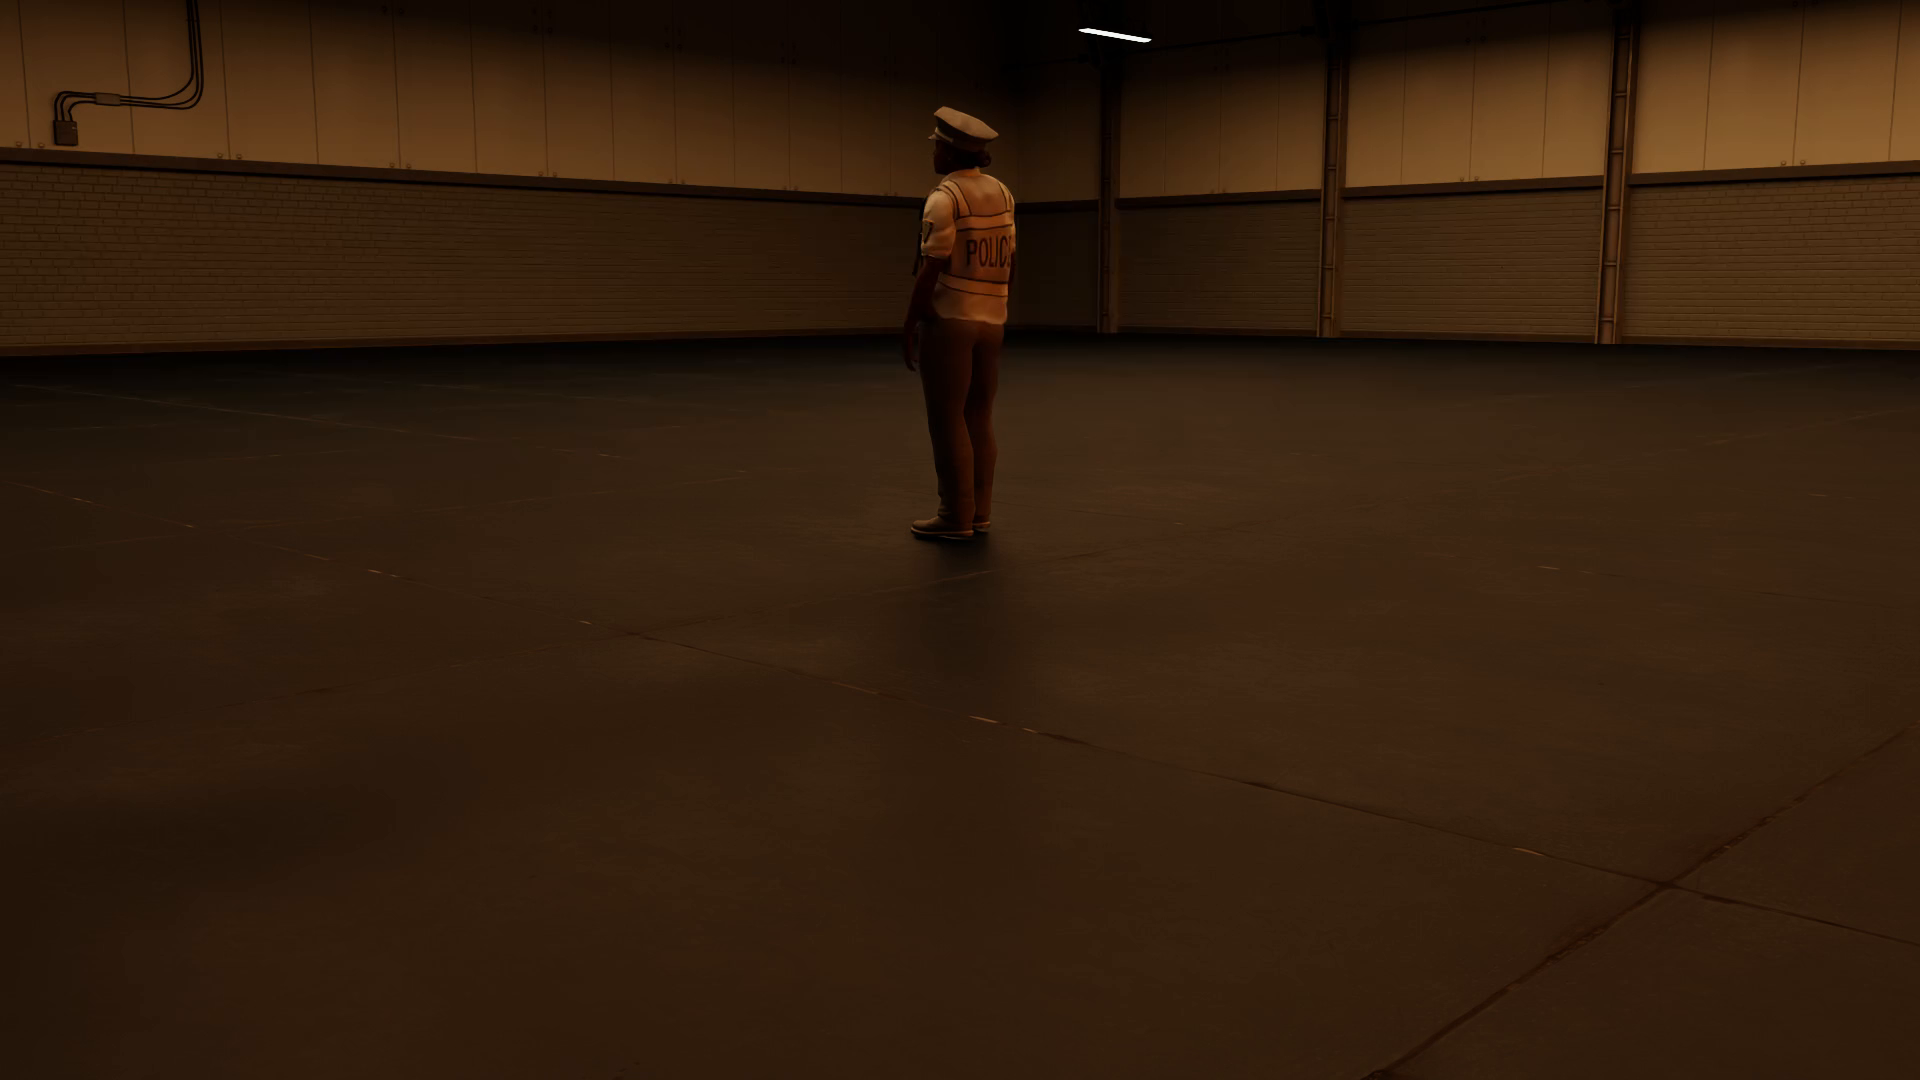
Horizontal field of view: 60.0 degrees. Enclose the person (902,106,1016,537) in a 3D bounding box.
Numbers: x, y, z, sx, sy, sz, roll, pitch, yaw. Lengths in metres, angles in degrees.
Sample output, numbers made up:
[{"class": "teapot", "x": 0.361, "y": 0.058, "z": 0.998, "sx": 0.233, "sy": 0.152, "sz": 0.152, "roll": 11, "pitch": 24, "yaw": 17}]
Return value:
[{"class": "person", "x": -0.040, "y": -0.855, "z": 6.656, "sx": 0.530, "sy": 1.694, "sz": 0.569, "roll": 8, "pitch": 12, "yaw": 43}]
